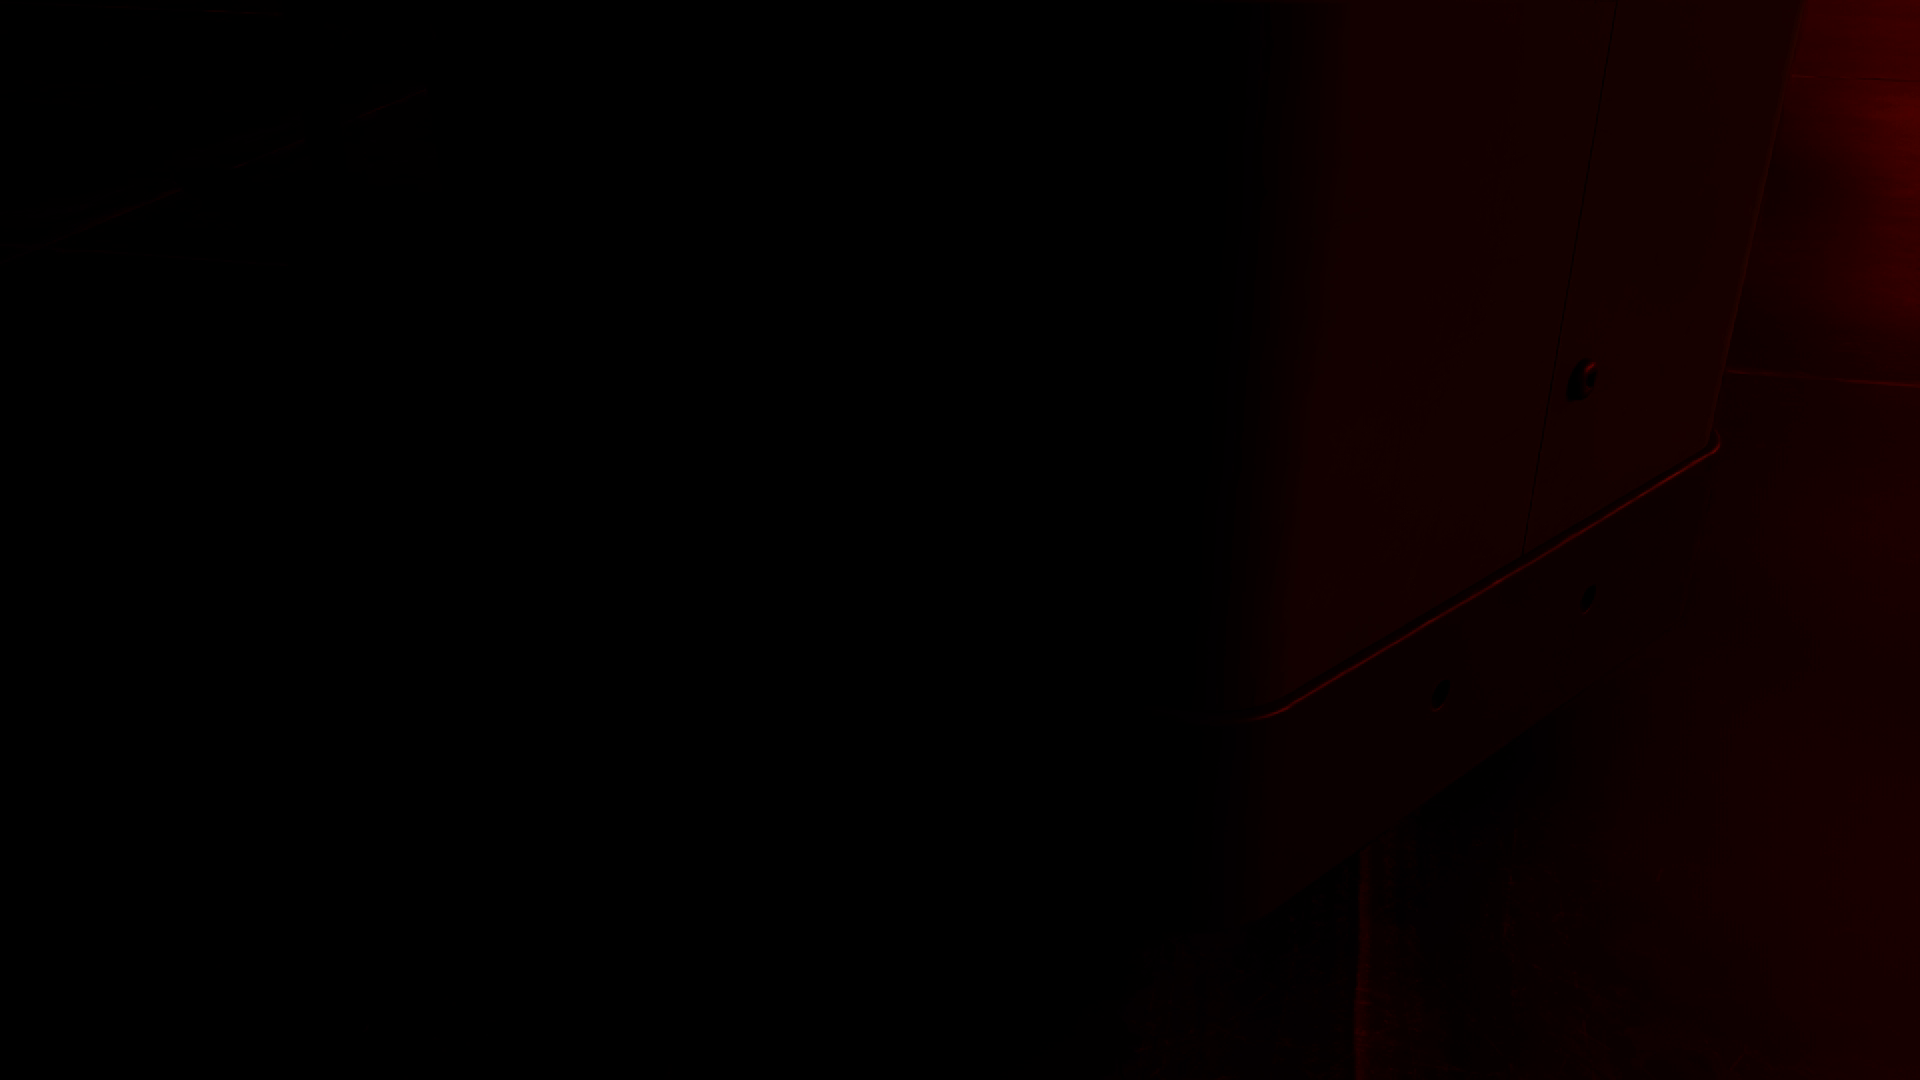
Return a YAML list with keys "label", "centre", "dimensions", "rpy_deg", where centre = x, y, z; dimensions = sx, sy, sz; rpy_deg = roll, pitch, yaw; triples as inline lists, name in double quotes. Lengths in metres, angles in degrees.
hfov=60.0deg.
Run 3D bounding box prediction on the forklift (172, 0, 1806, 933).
- label: "forklift"
  centre: [-0.423, -1.508, 2.236]
  dimensions: [1.130, 2.935, 3.031]
  rpy_deg: [-23, 35, -37]
